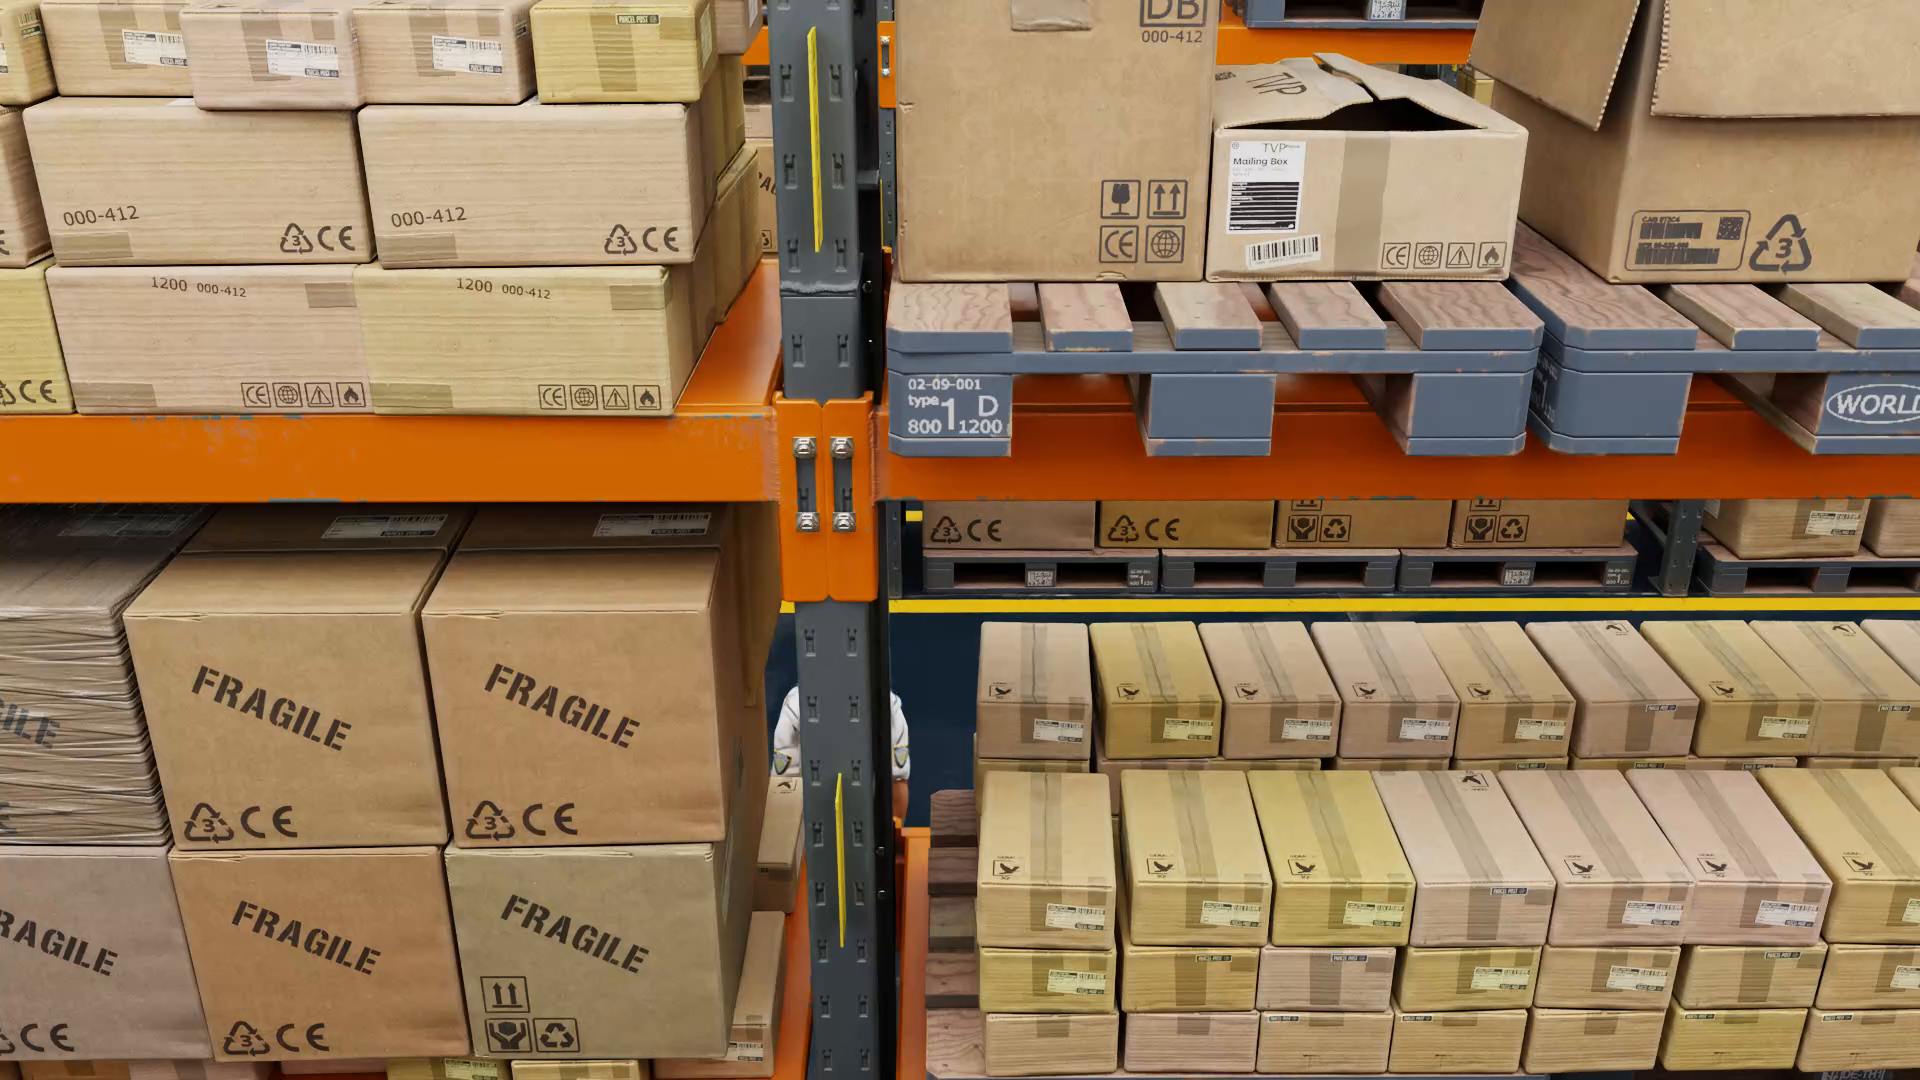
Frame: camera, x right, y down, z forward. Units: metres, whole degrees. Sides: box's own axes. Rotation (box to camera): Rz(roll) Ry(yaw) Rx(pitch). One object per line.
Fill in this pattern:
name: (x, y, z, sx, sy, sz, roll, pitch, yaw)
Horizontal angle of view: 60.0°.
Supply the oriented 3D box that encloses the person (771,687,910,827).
person: (-0.442, 0.847, 6.091, 0.527, 0.959, 0.852, 0, 24, -1)
